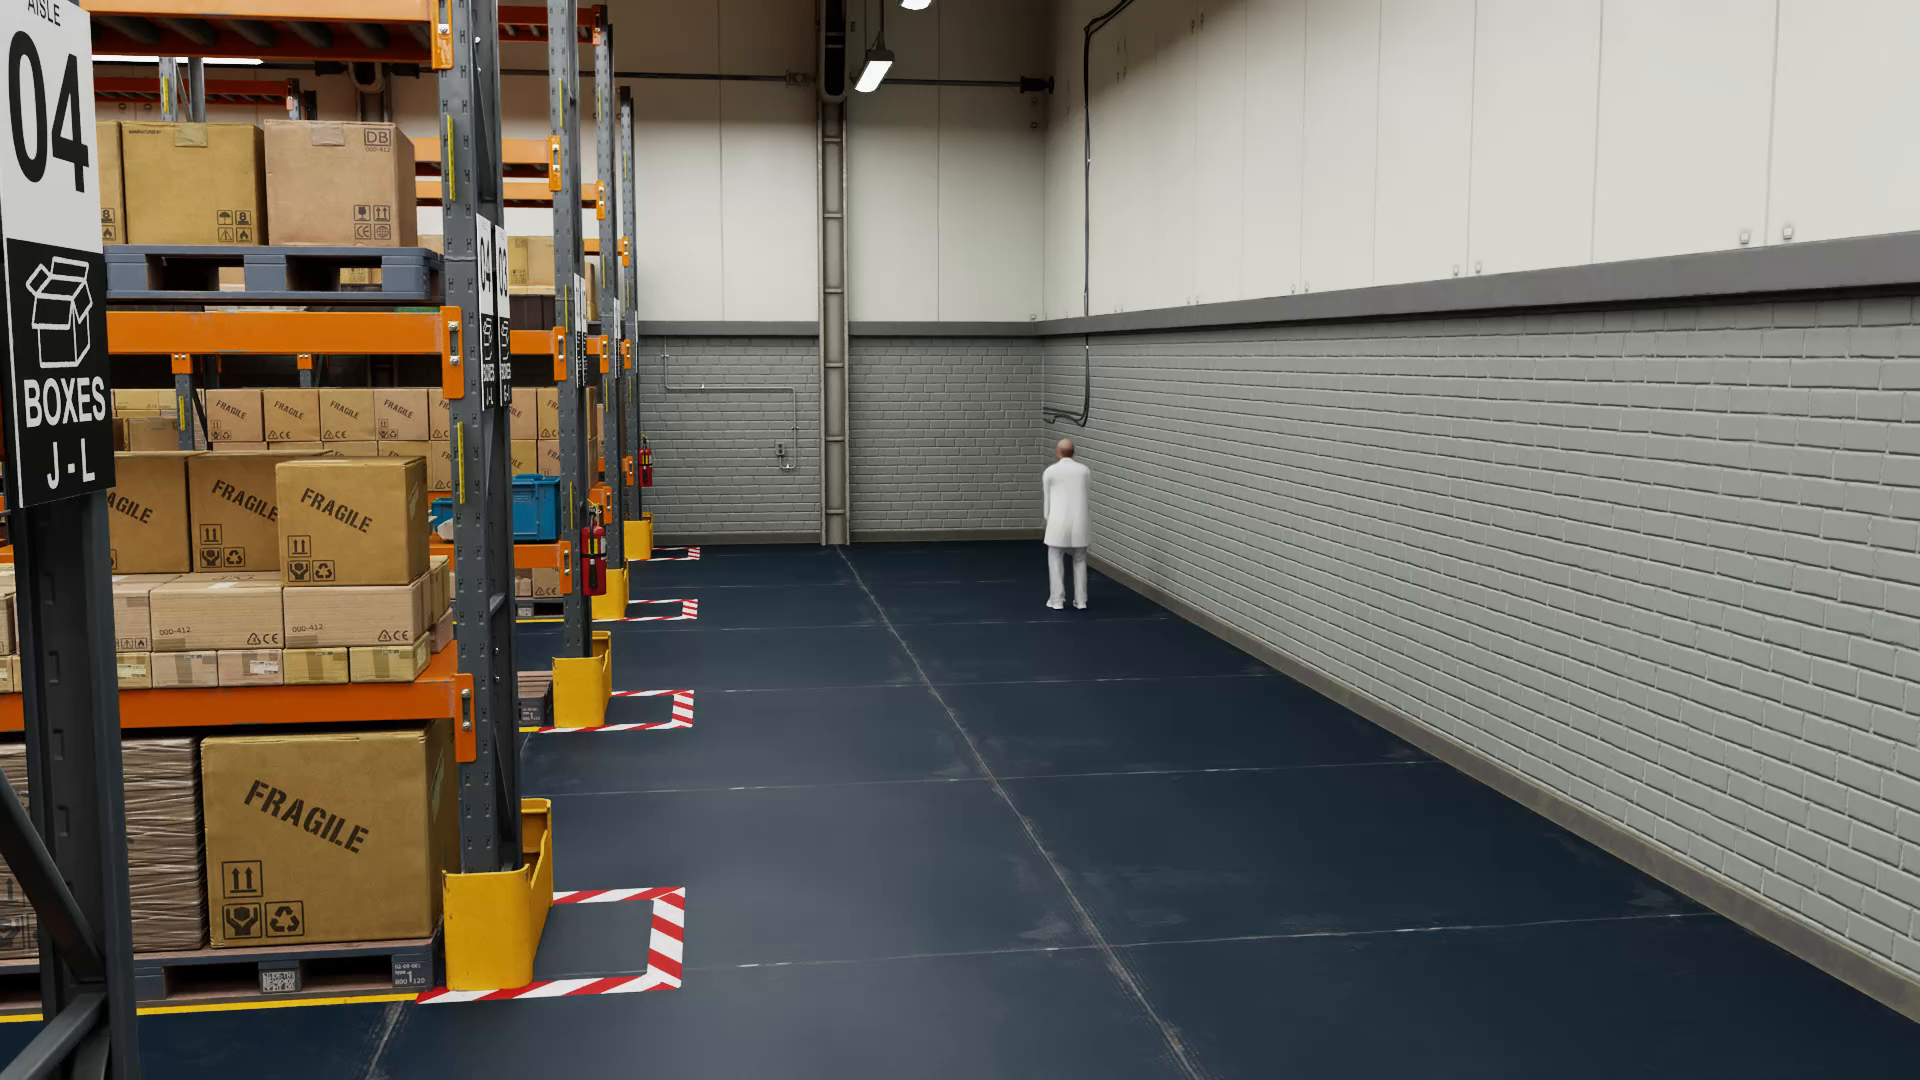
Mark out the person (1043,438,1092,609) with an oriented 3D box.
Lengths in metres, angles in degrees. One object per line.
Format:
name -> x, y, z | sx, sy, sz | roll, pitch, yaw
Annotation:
person -> 1.111, -0.178, 17.416 | 0.530, 1.777, 0.575 | -1, 6, -10
